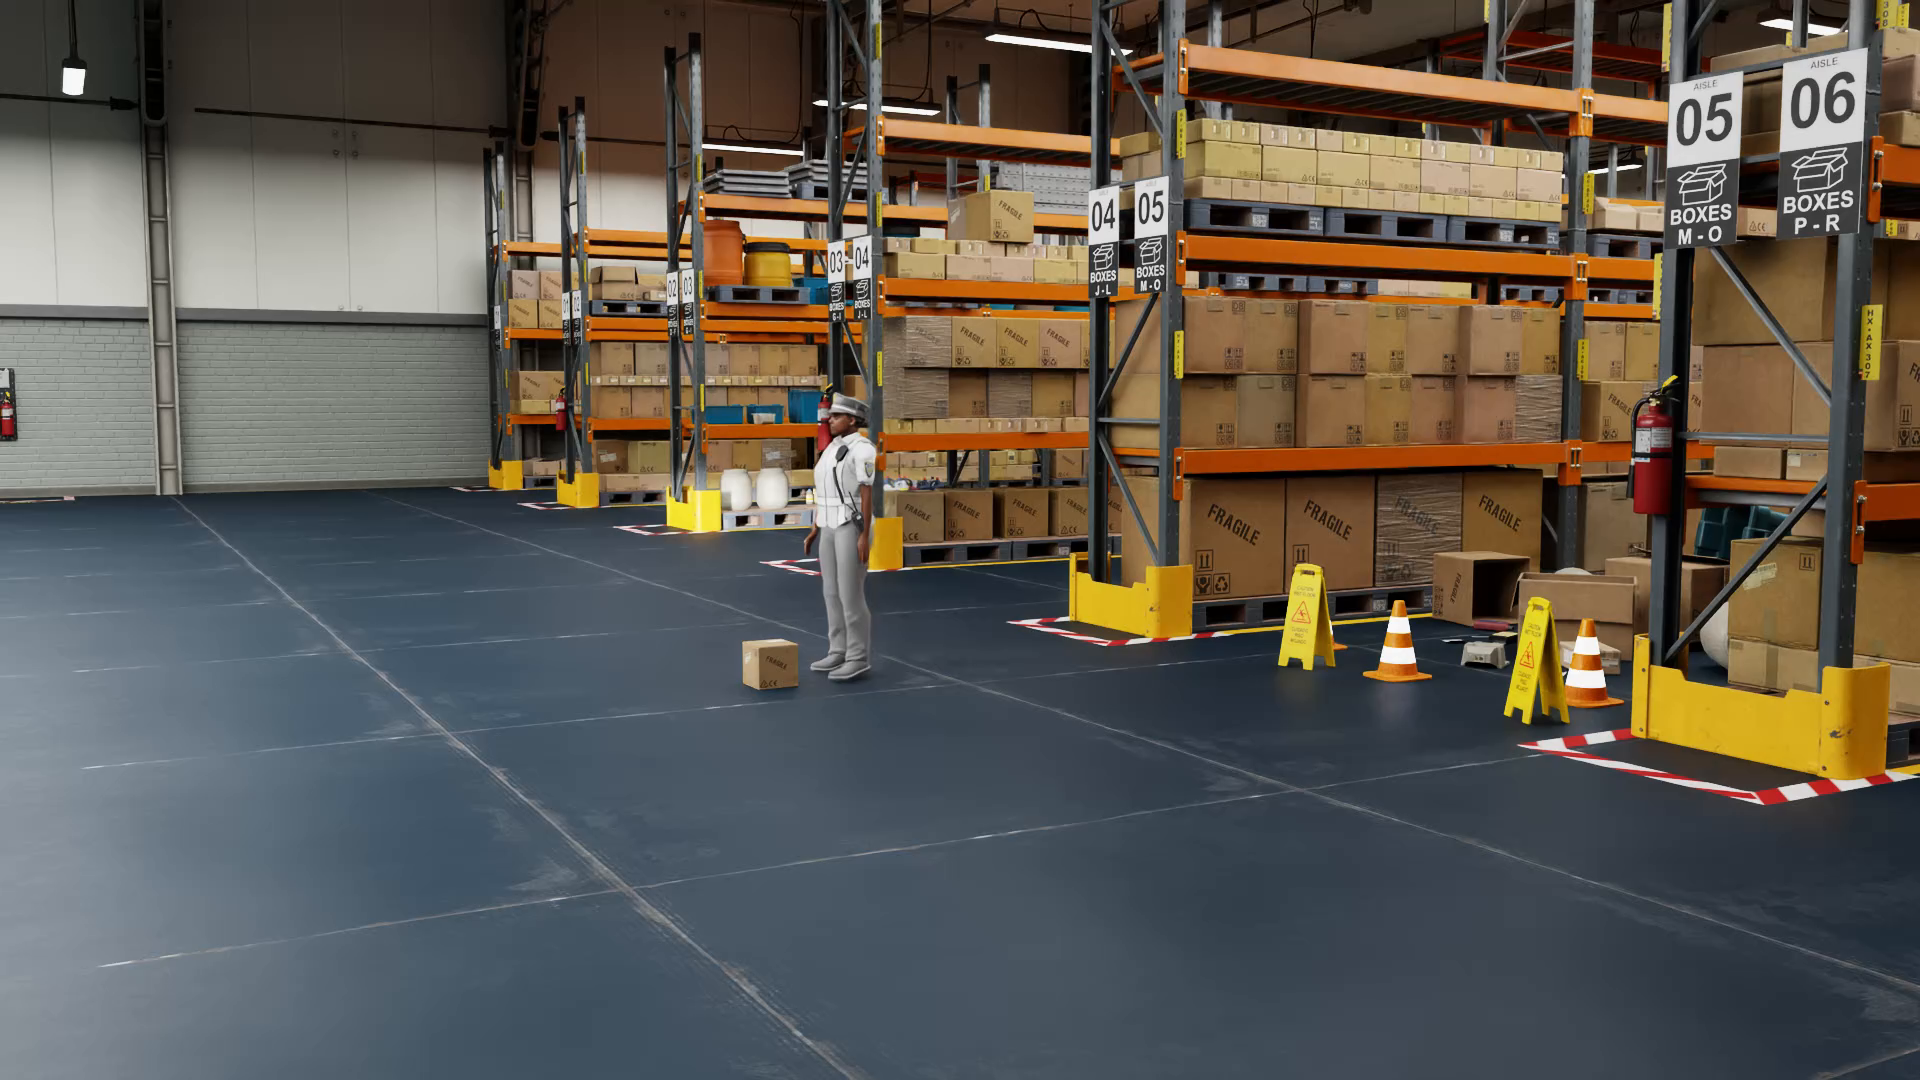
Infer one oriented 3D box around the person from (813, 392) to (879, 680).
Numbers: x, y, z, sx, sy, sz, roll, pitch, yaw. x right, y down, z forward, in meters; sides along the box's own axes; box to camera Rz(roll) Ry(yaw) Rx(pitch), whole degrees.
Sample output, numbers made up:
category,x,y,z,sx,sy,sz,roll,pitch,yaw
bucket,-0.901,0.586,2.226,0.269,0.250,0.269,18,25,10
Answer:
category,x,y,z,sx,sy,sz,roll,pitch,yaw
person,-0.696,-0.036,9.977,0.382,1.702,0.455,-4,6,-35
